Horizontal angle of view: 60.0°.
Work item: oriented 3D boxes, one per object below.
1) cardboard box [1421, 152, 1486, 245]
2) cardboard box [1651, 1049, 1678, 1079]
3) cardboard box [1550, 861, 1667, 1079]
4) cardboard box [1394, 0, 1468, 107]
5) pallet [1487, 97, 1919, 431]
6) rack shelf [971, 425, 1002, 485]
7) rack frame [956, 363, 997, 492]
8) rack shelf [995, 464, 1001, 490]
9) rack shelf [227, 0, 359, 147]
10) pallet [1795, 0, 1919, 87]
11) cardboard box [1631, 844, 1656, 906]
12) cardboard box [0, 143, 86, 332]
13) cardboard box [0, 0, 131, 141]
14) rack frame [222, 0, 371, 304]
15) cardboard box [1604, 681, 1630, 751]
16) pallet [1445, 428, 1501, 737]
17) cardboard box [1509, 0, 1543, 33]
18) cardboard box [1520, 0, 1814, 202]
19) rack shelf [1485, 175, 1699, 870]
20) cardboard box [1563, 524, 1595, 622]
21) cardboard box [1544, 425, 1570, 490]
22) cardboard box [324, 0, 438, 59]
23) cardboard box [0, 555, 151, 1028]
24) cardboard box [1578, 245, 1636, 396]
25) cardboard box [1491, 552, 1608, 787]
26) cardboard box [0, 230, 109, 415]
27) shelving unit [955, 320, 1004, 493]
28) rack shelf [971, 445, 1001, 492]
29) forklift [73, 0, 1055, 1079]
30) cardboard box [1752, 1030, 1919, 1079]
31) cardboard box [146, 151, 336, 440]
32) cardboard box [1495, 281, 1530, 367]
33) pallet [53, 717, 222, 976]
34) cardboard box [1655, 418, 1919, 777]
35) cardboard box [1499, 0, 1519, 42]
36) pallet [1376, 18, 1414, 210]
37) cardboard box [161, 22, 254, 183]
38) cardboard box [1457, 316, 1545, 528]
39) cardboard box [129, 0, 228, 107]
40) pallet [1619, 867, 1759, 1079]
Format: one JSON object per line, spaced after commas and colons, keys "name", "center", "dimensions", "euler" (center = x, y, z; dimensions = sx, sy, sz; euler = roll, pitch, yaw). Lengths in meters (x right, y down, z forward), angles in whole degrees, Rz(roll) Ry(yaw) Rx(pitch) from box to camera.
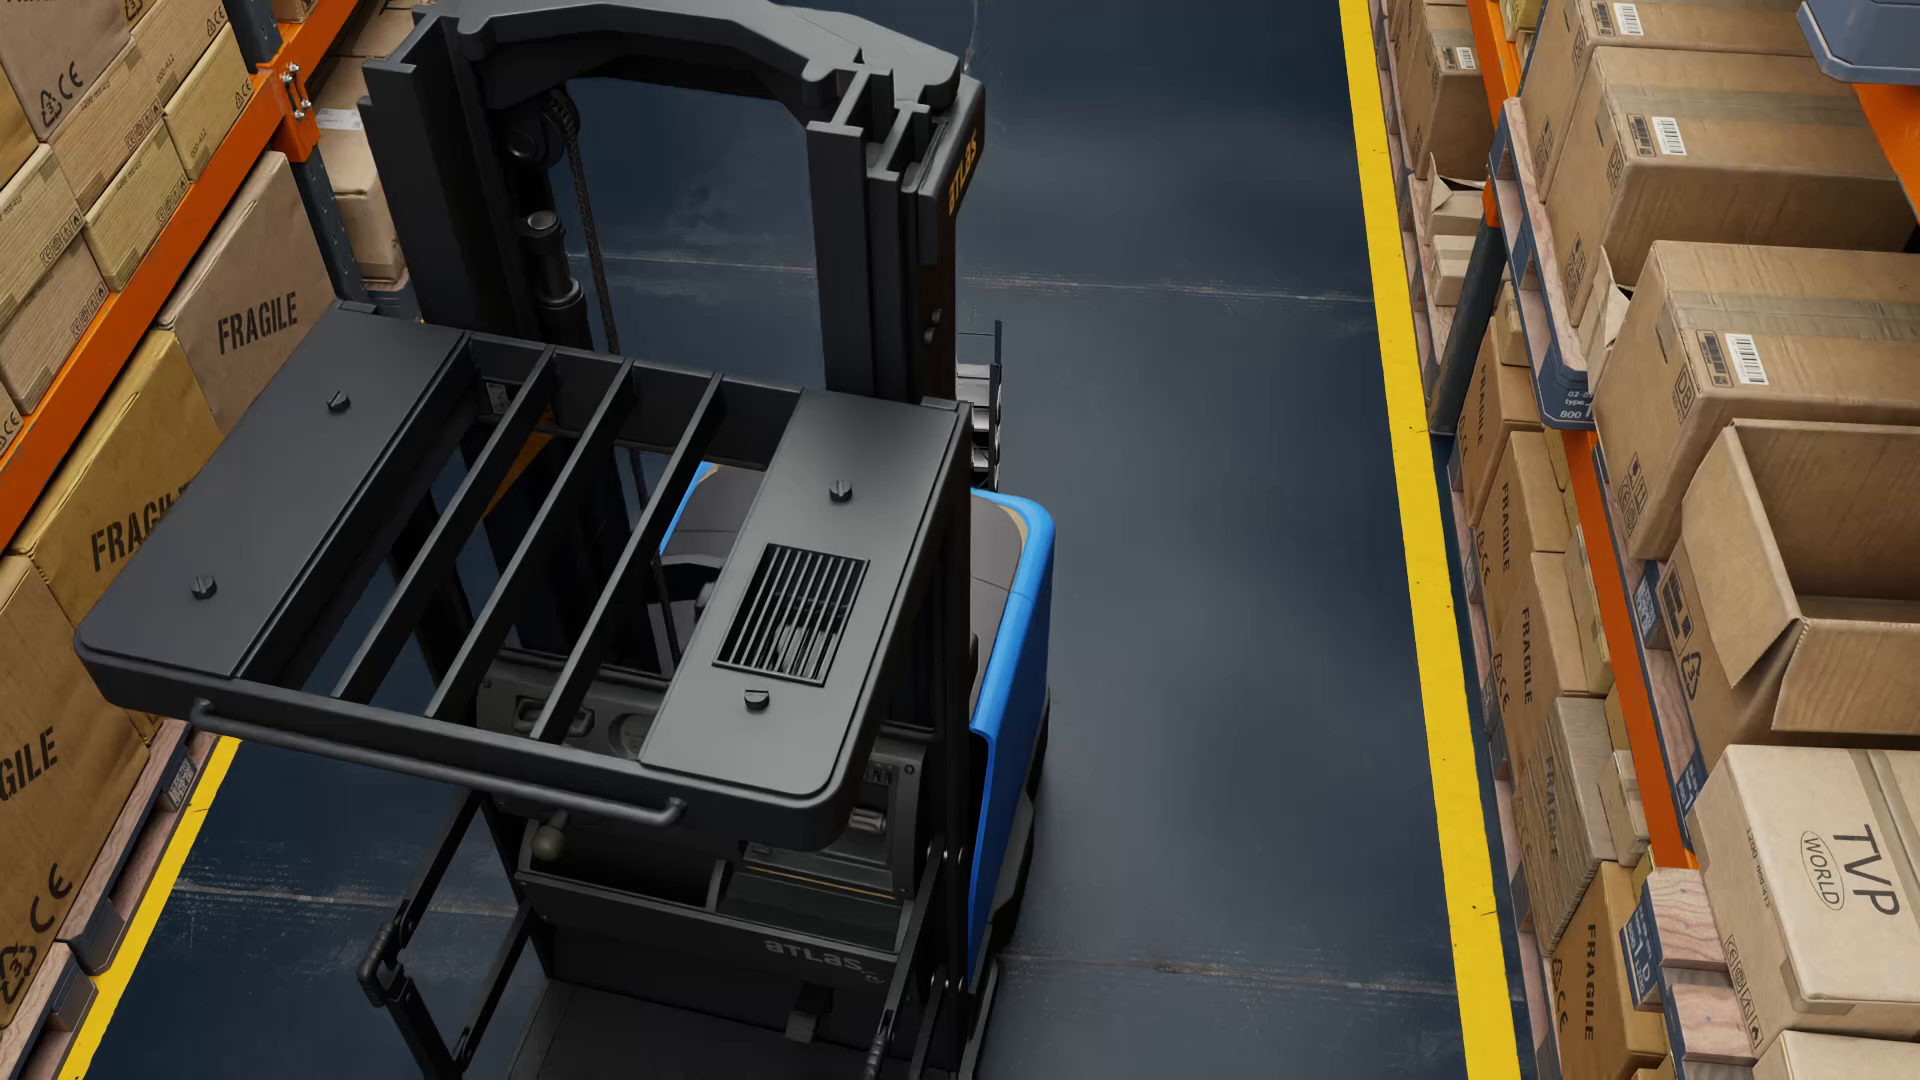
{"name": "cardboard box", "center": [2.016, -1.317, 6.490], "dimensions": [0.396, 0.266, 0.258], "euler": [5, 48, 5]}
{"name": "cardboard box", "center": [1.716, 1.242, 3.551], "dimensions": [0.380, 0.149, 0.250], "euler": [2, 48, 2]}
{"name": "cardboard box", "center": [1.786, 1.157, 4.068], "dimensions": [0.500, 0.500, 0.500], "euler": [6, 48, 5]}
{"name": "cardboard box", "center": [2.175, -2.194, 7.133], "dimensions": [0.500, 0.500, 0.500], "euler": [5, 48, 4]}
{"name": "pallet", "center": [2.044, -0.762, 4.544], "dimensions": [1.003, 0.211, 1.213], "euler": [4, 48, 4]}
{"name": "rack shelf", "center": [0.001, -0.287, 5.448], "dimensions": [0.258, 0.077, 0.200], "euler": [4, 48, 4]}
{"name": "rack frame", "center": [-0.009, -0.235, 5.355], "dimensions": [0.240, 0.900, 0.006], "euler": [4, 48, 4]}
{"name": "rack shelf", "center": [0.001, -0.166, 5.581], "dimensions": [0.258, 0.077, 0.200], "euler": [4, 48, 4]}
{"name": "rack shelf", "center": [-2.536, -2.965, 6.916], "dimensions": [1.077, 0.370, 4.000], "euler": [4, 48, 4]}
{"name": "pallet", "center": [2.005, -1.119, 2.835], "dimensions": [1.213, 0.211, 1.003], "euler": [4, 48, 4]}
{"name": "cardboard box", "center": [1.807, 0.868, 3.893], "dimensions": [0.380, 0.149, 0.250], "euler": [3, 48, 3]}
{"name": "cardboard box", "center": [-2.595, -0.767, 4.181], "dimensions": [0.500, 0.250, 0.500], "euler": [5, 48, 4]}
{"name": "cardboard box", "center": [-2.548, -1.383, 4.237], "dimensions": [0.500, 0.500, 0.500], "euler": [5, 48, 4]}
{"name": "rack frame", "center": [-2.718, -1.738, 5.307], "dimensions": [1.000, 3.000, 0.127], "euler": [4, 48, 4]}
{"name": "cardboard box", "center": [1.876, 0.486, 4.243], "dimensions": [0.380, 0.149, 0.250], "euler": [4, 48, 4]}
{"name": "pallet", "center": [2.189, 0.135, 5.484], "dimensions": [1.003, 0.211, 1.213], "euler": [4, 48, 4]}
{"name": "cardboard box", "center": [2.029, -1.847, 5.307], "dimensions": [0.500, 0.250, 0.500], "euler": [5, 48, 5]}
{"name": "cardboard box", "center": [1.959, -1.242, 4.501], "dimensions": [0.700, 0.500, 0.500], "euler": [5, 48, 5]}
{"name": "rack shelf", "center": [2.043, 0.306, 3.925], "dimensions": [1.077, 0.370, 4.000], "euler": [4, 48, 4]}
{"name": "cardboard box", "center": [1.896, 0.103, 4.592], "dimensions": [0.380, 0.149, 0.250], "euler": [4, 48, 3]}
{"name": "cardboard box", "center": [1.968, -0.280, 4.943], "dimensions": [0.380, 0.149, 0.250], "euler": [2, 48, 2]}
{"name": "cardboard box", "center": [-2.473, -2.127, 7.114], "dimensions": [0.875, 0.438, 0.875], "euler": [3, 48, 2]}
{"name": "cardboard box", "center": [-2.851, 0.620, 4.306], "dimensions": [0.875, 0.875, 0.875], "euler": [4, 48, 4]}
{"name": "cardboard box", "center": [1.717, -0.508, 3.988], "dimensions": [0.396, 0.266, 0.258], "euler": [6, 48, 5]}
{"name": "cardboard box", "center": [1.869, 0.394, 4.766], "dimensions": [0.500, 0.500, 0.500], "euler": [3, 48, 2]}
{"name": "cardboard box", "center": [-2.620, -0.597, 4.365], "dimensions": [0.500, 0.250, 0.500], "euler": [3, 48, 2]}
{"name": "shelving unit", "center": [0.001, -0.310, 5.423], "dimensions": [0.258, 0.900, 0.210], "euler": [4, 48, 4]}
{"name": "rack shelf", "center": [0.001, -0.226, 5.514], "dimensions": [0.258, 0.077, 0.200], "euler": [4, 48, 4]}
{"name": "forklift", "center": [-0.580, 0.608, 3.208], "dimensions": [1.130, 2.935, 3.031], "euler": [10, 48, 9]}
{"name": "cardboard box", "center": [1.539, 0.967, 2.718], "dimensions": [0.380, 0.149, 0.250], "euler": [5, 48, 4]}
{"name": "cardboard box", "center": [-2.695, -0.702, 5.514], "dimensions": [0.875, 0.875, 0.875], "euler": [5, 48, 5]}
{"name": "cardboard box", "center": [1.928, -0.678, 5.307], "dimensions": [0.380, 0.149, 0.250], "euler": [6, 48, 5]}
{"name": "pallet", "center": [-2.822, 0.674, 4.990], "dimensions": [1.003, 0.211, 1.213], "euler": [4, 48, 4]}
{"name": "cardboard box", "center": [1.825, 0.144, 3.231], "dimensions": [0.797, 0.503, 0.637], "euler": [3, 48, 3]}
{"name": "cardboard box", "center": [2.005, -1.766, 5.503], "dimensions": [0.380, 0.149, 0.250], "euler": [5, 48, 5]}
{"name": "pallet", "center": [2.398, -1.869, 7.317], "dimensions": [1.003, 0.211, 1.213], "euler": [4, 48, 4]}
{"name": "cardboard box", "center": [-2.508, -1.341, 5.045], "dimensions": [0.500, 0.250, 0.500], "euler": [3, 48, 3]}
{"name": "cardboard box", "center": [1.957, -0.365, 5.460], "dimensions": [0.500, 0.500, 0.500], "euler": [6, 48, 5]}
{"name": "cardboard box", "center": [-2.516, -1.516, 4.866], "dimensions": [0.500, 0.250, 0.500], "euler": [4, 48, 3]}
{"name": "pallet", "center": [1.853, 1.094, 2.846], "dimensions": [1.213, 0.211, 1.003], "euler": [4, 48, 4]}
